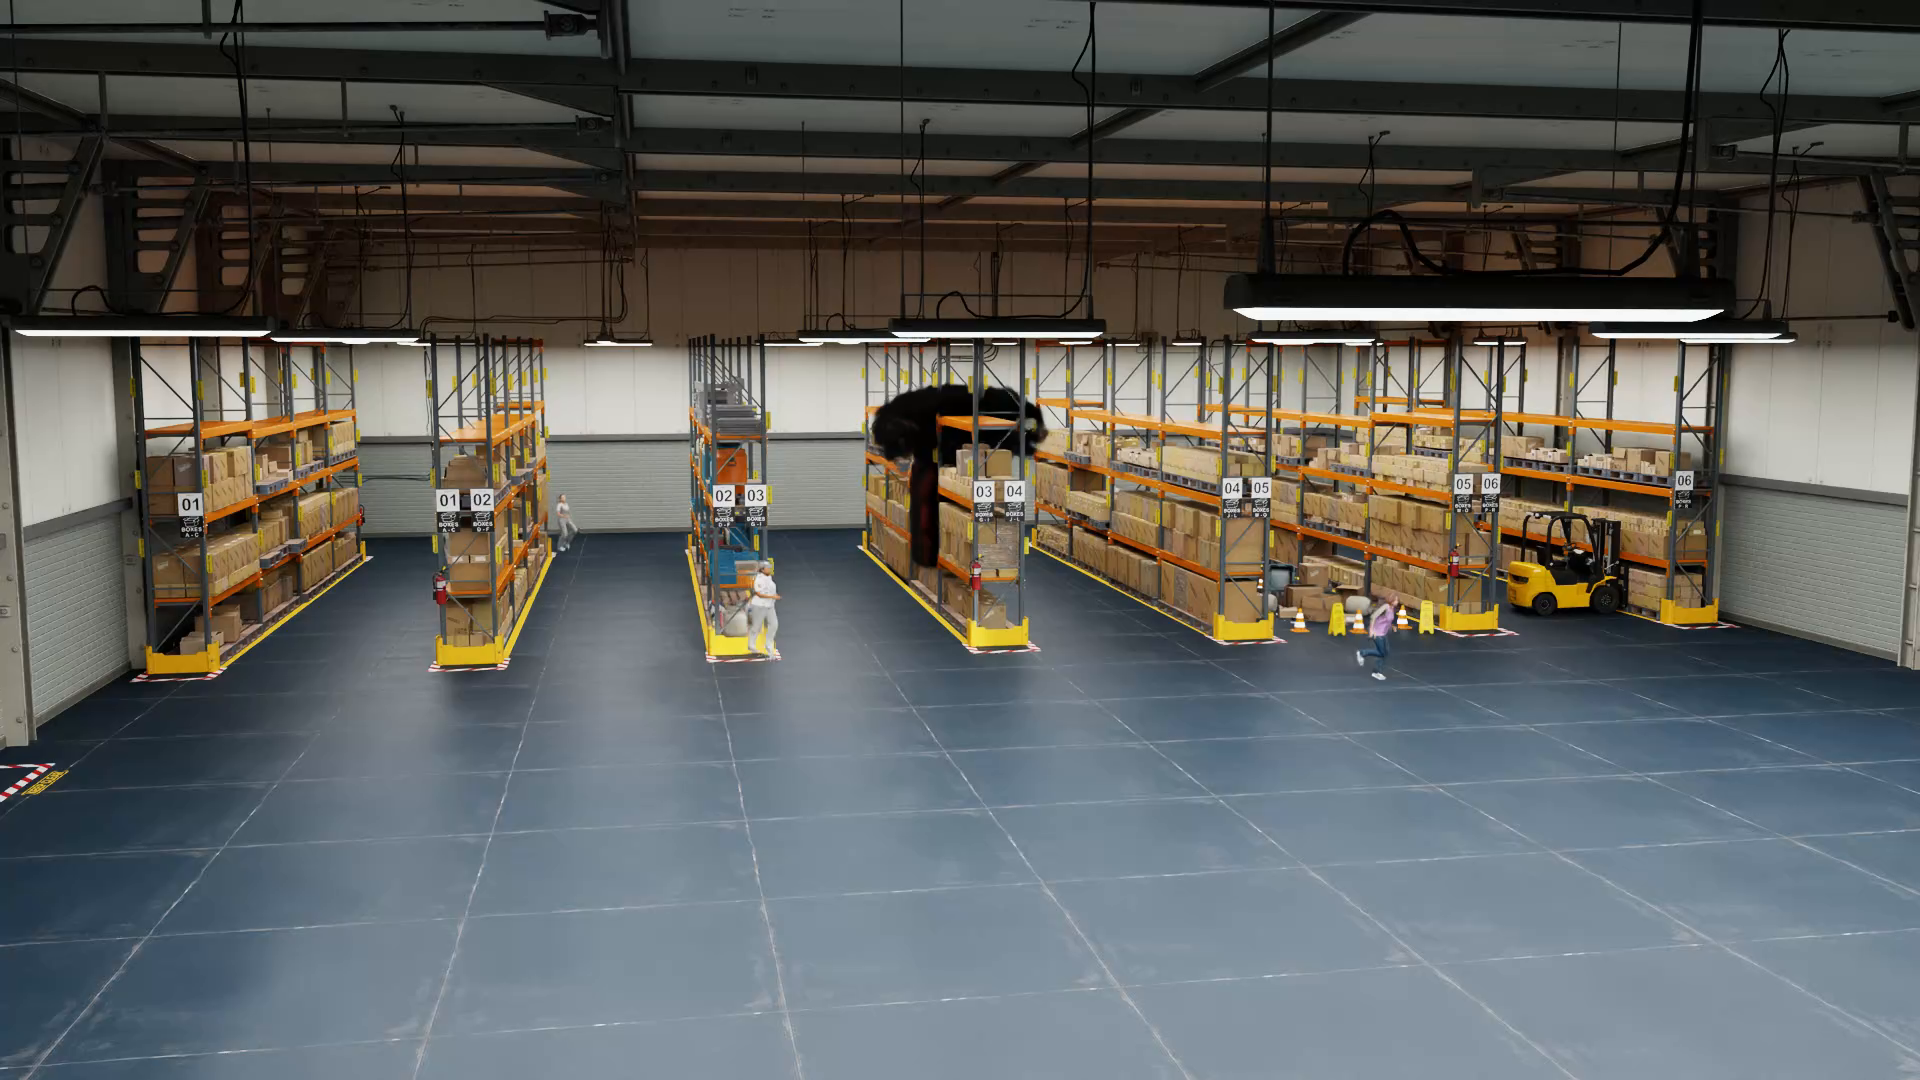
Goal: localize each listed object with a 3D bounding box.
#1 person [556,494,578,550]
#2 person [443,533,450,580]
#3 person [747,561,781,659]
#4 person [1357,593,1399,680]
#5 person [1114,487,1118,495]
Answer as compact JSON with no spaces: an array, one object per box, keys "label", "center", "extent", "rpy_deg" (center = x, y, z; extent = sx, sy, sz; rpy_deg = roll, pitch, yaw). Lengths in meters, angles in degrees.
[{"label":"person","center":[-11.238,-0.516,47.303],"extent":[0.612,1.619,0.583],"rpy_deg":[3,7,23]},{"label":"person","center":[-12.362,0.303,40.372],"extent":[0.546,1.587,0.768],"rpy_deg":[-1,7,-11]},{"label":"person","center":[-3.465,1.257,29.705],"extent":[0.676,1.785,0.621],"rpy_deg":[3,7,24]},{"label":"person","center":[7.292,1.666,29.042],"extent":[0.712,1.537,0.532],"rpy_deg":[4,8,32]},{"label":"person","center":[4.560,-0.632,47.871],"extent":[0.658,1.779,1.126],"rpy_deg":[-2,7,-17]}]
